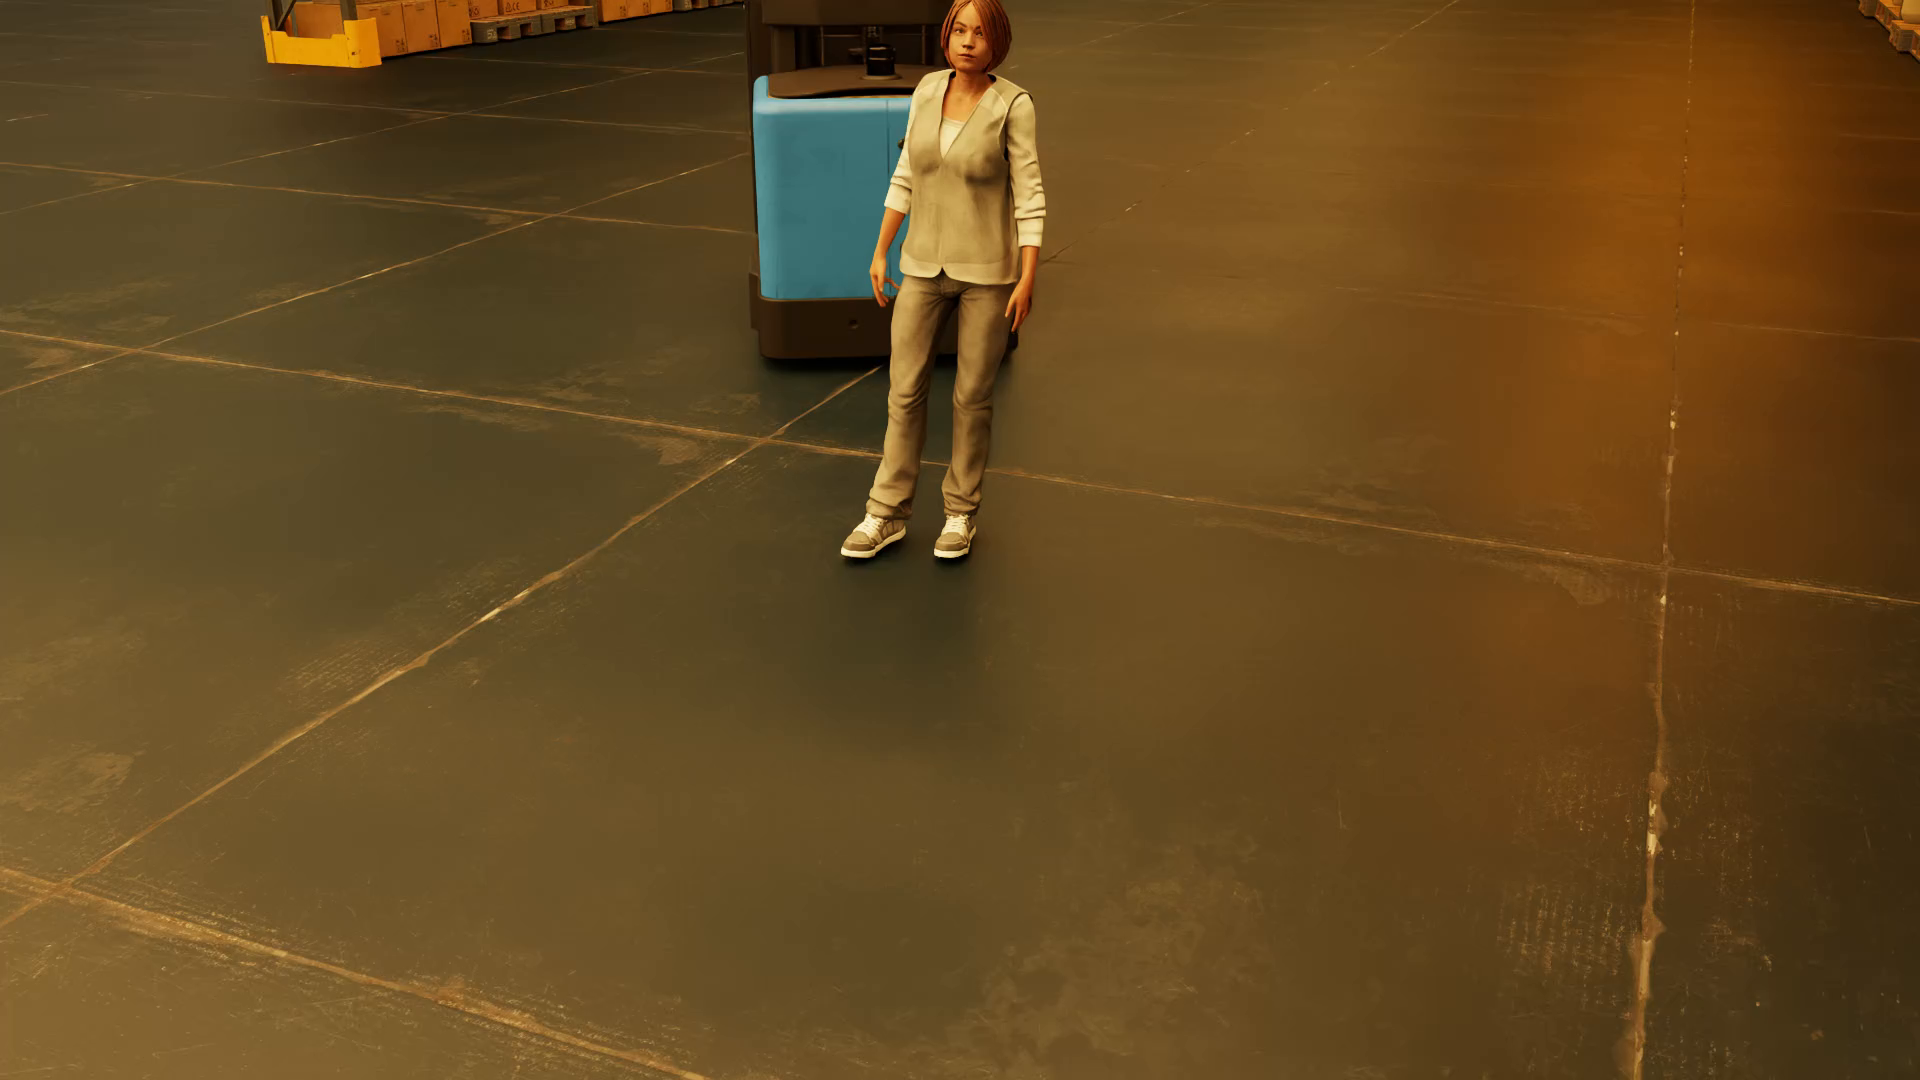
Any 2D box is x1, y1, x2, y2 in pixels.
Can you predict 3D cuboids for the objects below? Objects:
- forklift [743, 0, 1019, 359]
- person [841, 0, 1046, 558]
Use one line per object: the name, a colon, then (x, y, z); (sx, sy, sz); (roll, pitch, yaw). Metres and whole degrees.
forklift: (-0.436, -2.605, 7.524); (1.130, 2.935, 3.031); (-2, 23, -6)
person: (-0.042, -0.719, 4.723); (0.520, 1.599, 0.473); (9, 24, 21)
